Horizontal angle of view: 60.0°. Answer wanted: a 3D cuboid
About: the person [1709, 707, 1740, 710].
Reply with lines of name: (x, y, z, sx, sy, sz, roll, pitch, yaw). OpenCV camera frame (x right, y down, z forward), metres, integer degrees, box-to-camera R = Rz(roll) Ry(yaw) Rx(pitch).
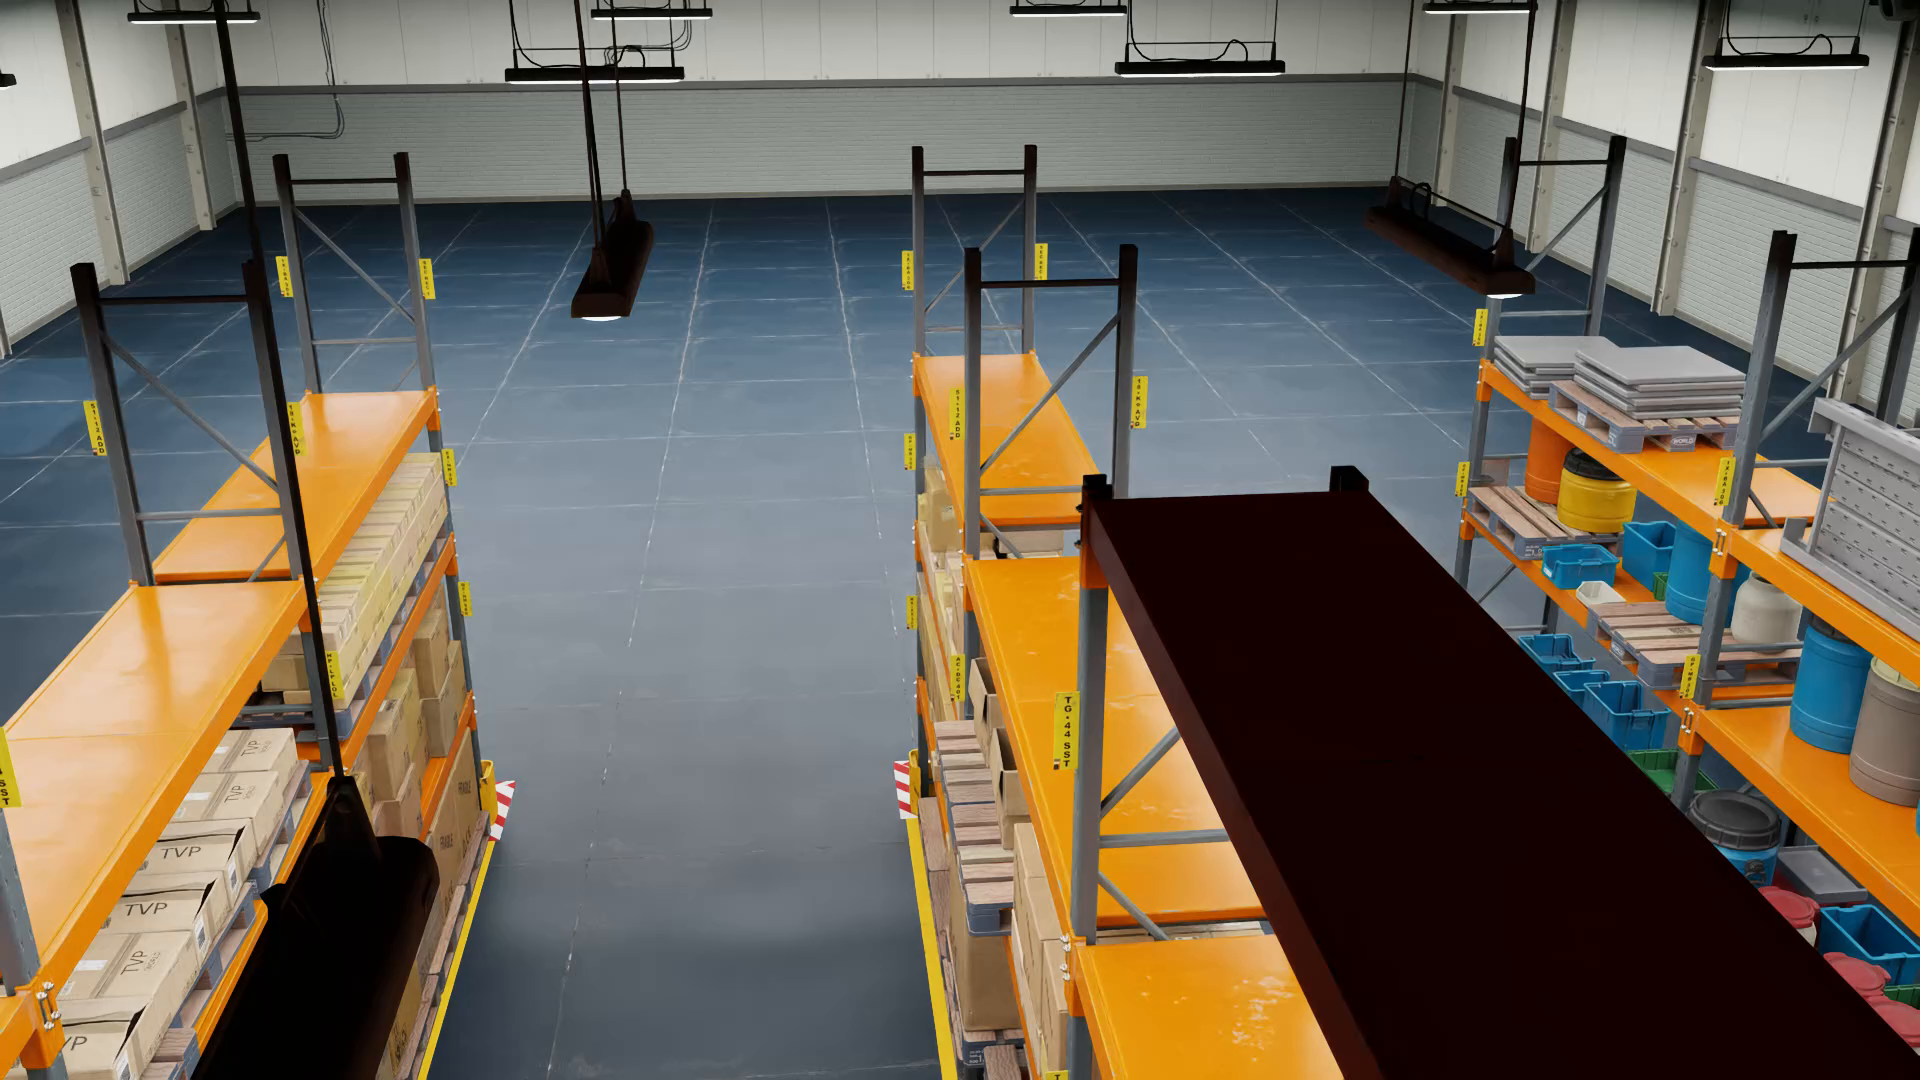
person: (7.628, 0.882, 16.996, 0.600, 1.729, 1.100, -15, 26, -33)
